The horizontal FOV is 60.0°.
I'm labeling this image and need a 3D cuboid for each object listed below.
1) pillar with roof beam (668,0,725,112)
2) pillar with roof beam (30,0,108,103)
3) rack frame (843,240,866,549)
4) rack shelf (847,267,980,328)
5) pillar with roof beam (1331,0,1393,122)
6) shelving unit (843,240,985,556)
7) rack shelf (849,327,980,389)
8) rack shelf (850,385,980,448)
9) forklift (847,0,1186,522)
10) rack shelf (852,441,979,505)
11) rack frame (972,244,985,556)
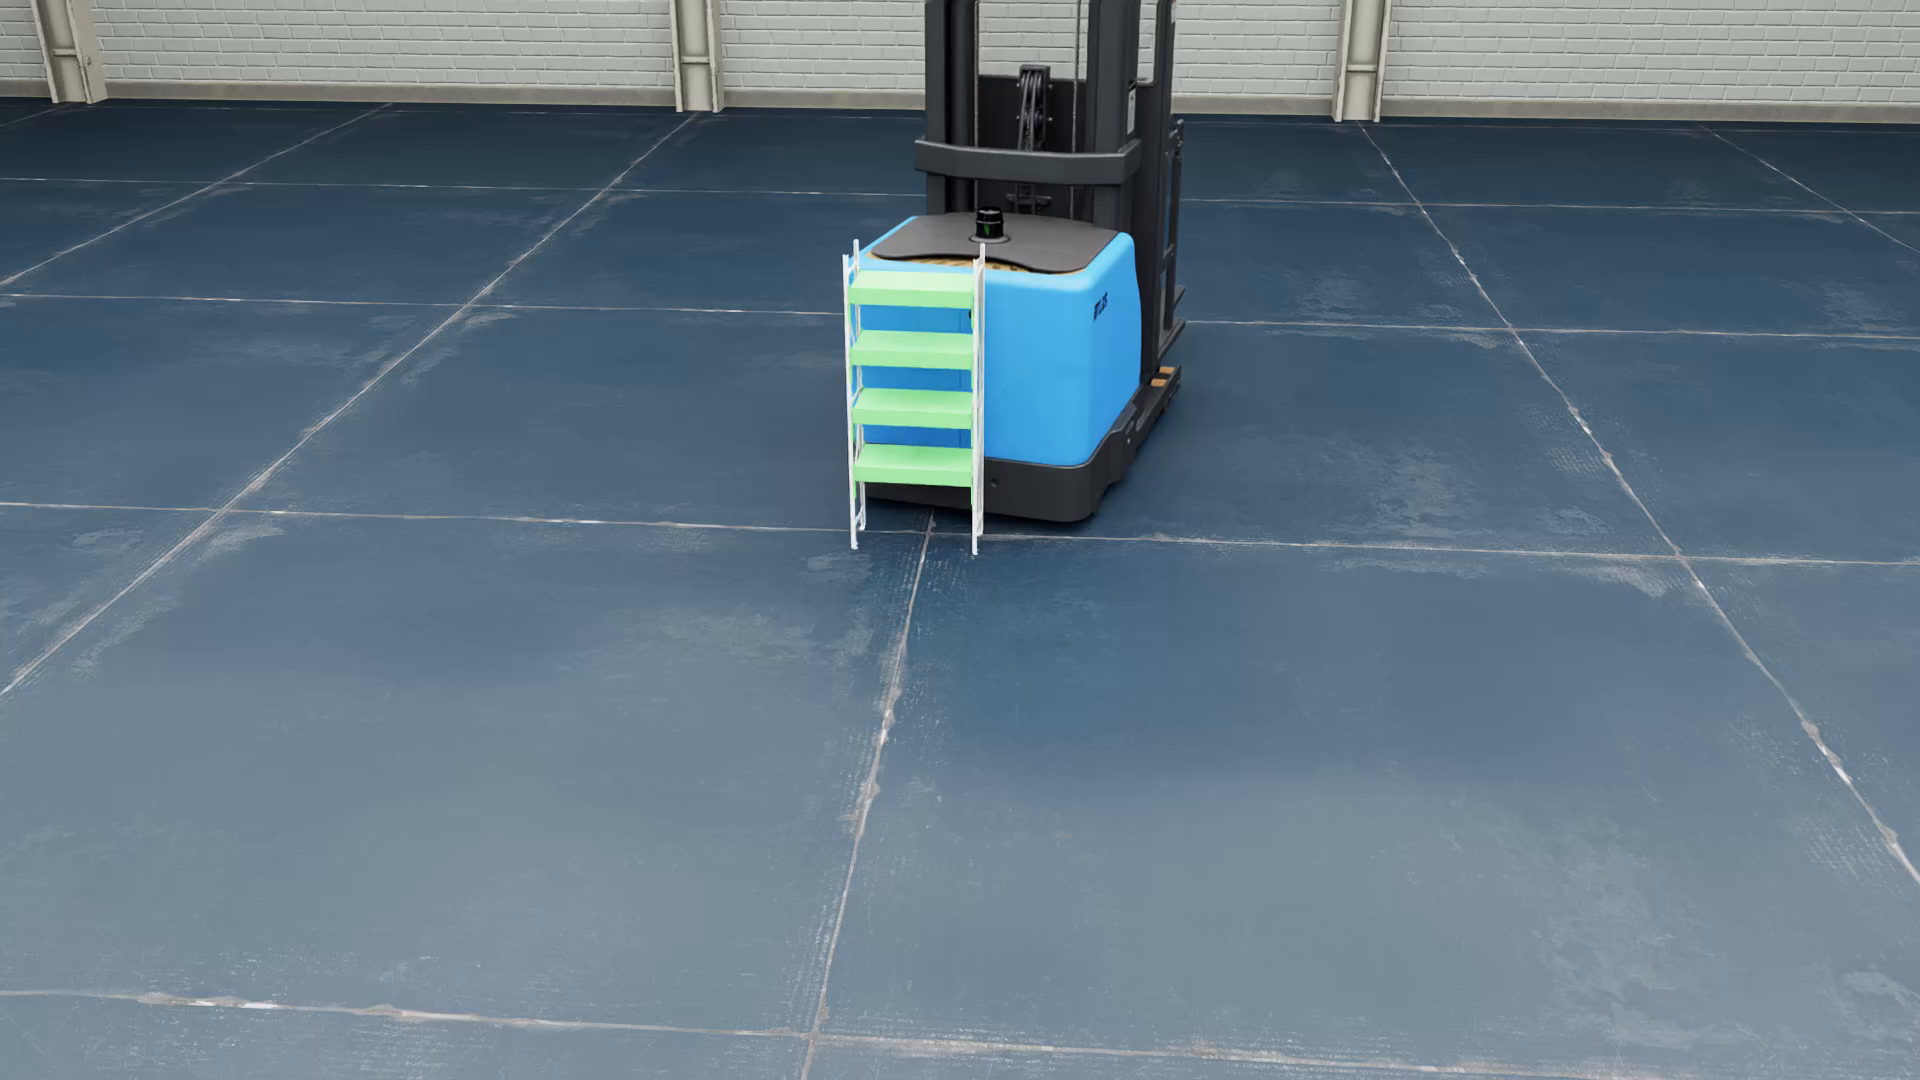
[{"bbox_3d":[-2.738,-6.301,9.679,0.400,9.000,9.100,2,25,4],"label":"pillar with roof beam"},{"bbox_3d":[-8.721,-6.493,10.096,0.400,9.000,9.100,2,25,4],"label":"pillar with roof beam"},{"bbox_3d":[-0.412,-0.558,6.528,0.015,1.200,0.240,3,25,7],"label":"rack frame"},{"bbox_3d":[-0.170,-0.924,6.326,0.480,0.148,0.258,3,25,7],"label":"rack shelf"},{"bbox_3d":[3.244,-6.109,9.261,0.400,9.000,9.100,2,25,4],"label":"pillar with roof beam"},{"bbox_3d":[-0.170,-0.546,6.500,0.503,1.200,0.258,3,25,7],"label":"shelving unit"},{"bbox_3d":[-0.170,-0.706,6.427,0.480,0.148,0.258,3,25,7],"label":"rack shelf"},{"bbox_3d":[-0.170,-0.488,6.527,0.480,0.148,0.258,3,25,7],"label":"rack shelf"},{"bbox_3d":[0.466,-1.996,7.581,1.130,2.935,3.031,8,26,16],"label":"forklift"},{"bbox_3d":[-0.170,-0.270,6.627,0.480,0.148,0.258,3,25,7],"label":"rack shelf"},{"bbox_3d":[0.072,-0.533,6.472,0.015,1.200,0.240,3,25,7],"label":"rack frame"}]
